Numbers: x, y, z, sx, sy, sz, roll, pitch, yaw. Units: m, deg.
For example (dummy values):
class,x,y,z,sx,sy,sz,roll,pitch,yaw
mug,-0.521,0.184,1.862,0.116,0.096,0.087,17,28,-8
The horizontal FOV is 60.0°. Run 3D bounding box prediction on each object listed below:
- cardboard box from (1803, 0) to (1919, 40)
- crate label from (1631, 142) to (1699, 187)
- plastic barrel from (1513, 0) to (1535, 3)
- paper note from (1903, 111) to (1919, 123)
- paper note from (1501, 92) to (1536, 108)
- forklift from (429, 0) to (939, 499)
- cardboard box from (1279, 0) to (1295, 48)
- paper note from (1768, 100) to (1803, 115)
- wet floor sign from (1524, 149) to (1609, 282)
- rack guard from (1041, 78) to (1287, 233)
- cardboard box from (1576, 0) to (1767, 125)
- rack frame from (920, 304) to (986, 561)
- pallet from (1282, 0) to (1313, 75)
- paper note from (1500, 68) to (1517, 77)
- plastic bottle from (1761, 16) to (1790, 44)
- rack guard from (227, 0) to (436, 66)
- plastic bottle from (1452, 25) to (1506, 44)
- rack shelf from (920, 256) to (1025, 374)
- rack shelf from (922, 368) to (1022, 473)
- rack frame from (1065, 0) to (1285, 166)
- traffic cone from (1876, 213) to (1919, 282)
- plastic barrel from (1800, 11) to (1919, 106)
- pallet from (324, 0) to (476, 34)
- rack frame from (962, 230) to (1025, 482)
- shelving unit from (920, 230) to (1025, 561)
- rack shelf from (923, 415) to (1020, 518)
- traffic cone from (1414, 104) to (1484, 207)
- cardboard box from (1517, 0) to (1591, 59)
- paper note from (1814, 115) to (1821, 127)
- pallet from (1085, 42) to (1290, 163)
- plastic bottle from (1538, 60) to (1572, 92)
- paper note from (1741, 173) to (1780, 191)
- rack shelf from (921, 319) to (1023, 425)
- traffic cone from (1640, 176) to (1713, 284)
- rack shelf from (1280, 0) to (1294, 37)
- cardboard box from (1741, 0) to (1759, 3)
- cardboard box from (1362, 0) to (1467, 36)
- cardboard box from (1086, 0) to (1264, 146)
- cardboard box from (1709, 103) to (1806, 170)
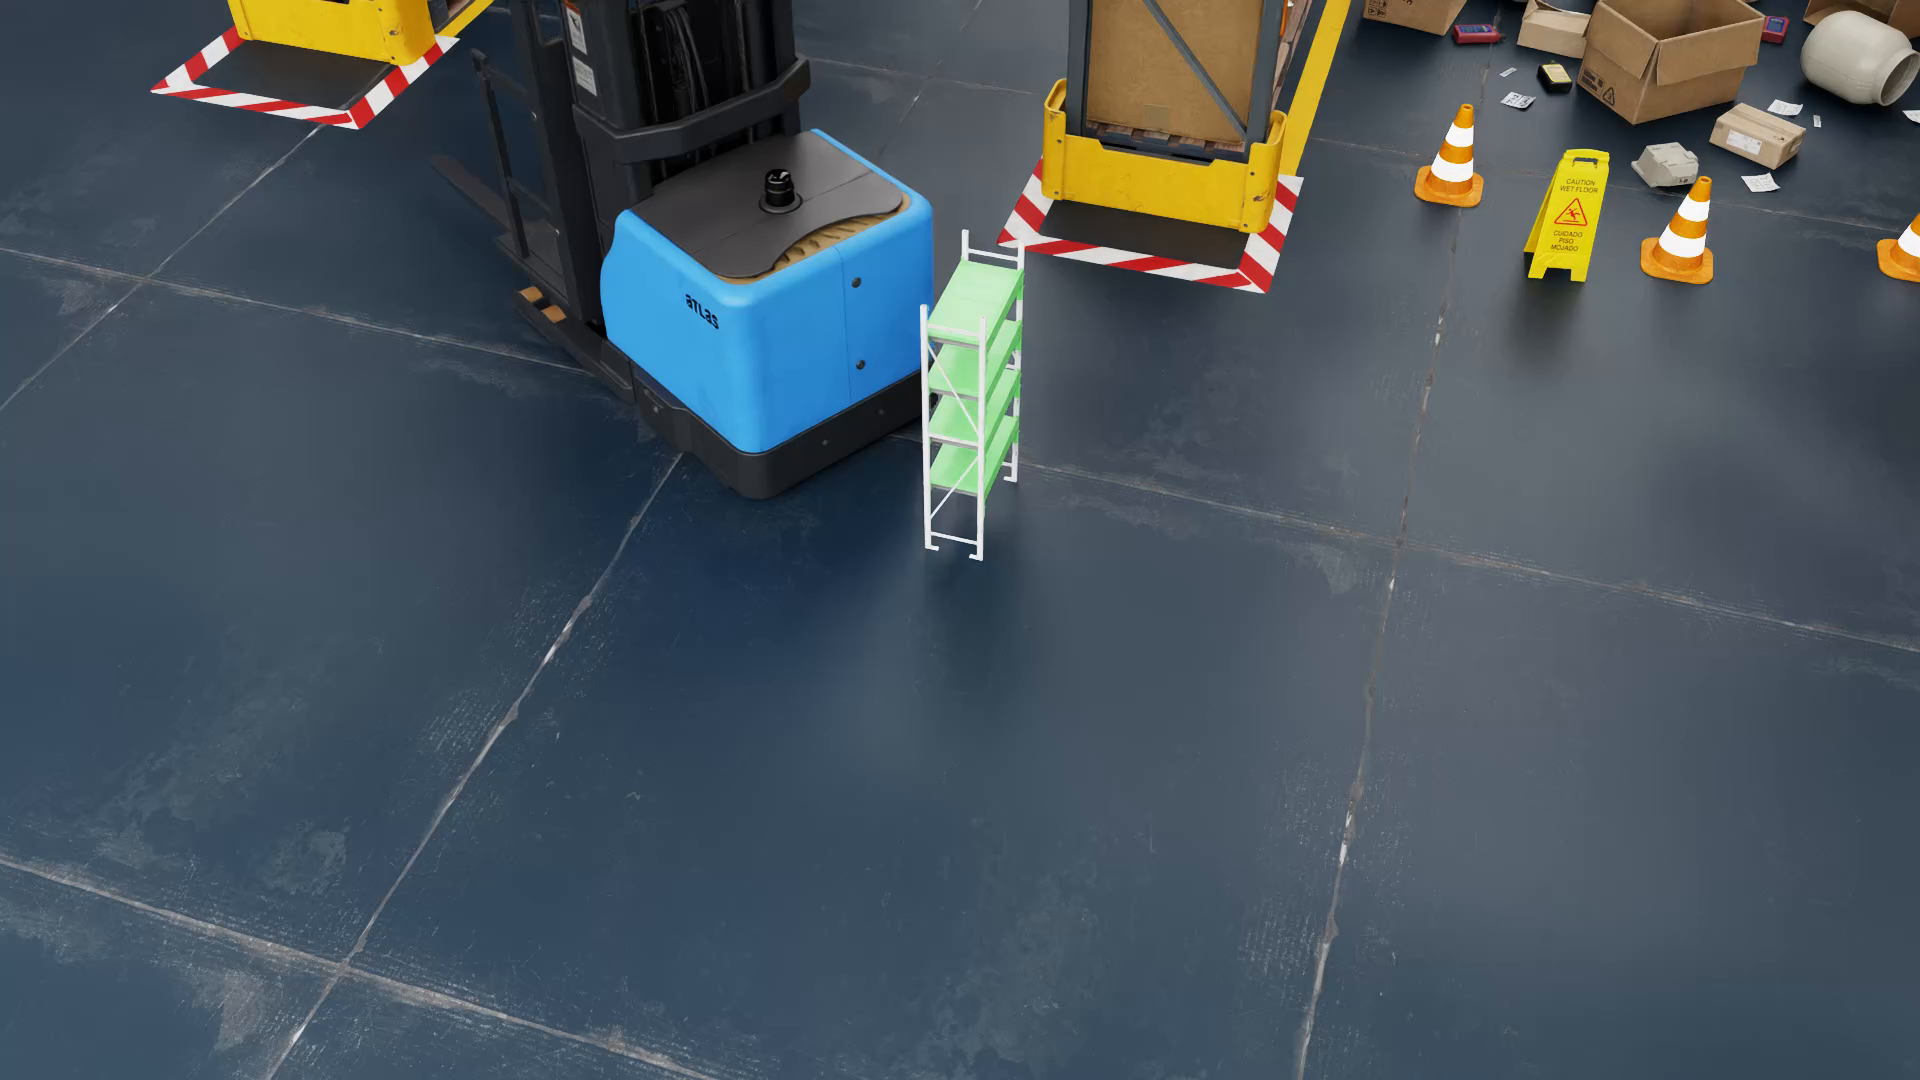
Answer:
class,x,y,z,sx,sy,sz,roll,pitch,yaw
cardboard box,5.357,-3.214,9.676,0.500,0.500,0.500,-24,49,-22
crate label,3.686,-1.949,8.644,0.250,0.136,0.298,-9,45,-9
plastic barrel,3.349,-3.512,10.036,0.421,0.421,0.512,-24,49,-22
paper note,5.264,-2.319,9.098,0.142,0.019,0.148,-2,44,-2
paper note,3.099,-2.444,9.227,0.144,0.017,0.142,28,51,26
forklift,-1.437,-2.171,6.873,1.130,2.935,3.031,-31,52,-28
cardboard box,1.426,-3.291,9.188,0.875,0.875,0.875,12,46,12
paper note,4.556,-2.388,9.176,0.148,0.019,0.142,28,51,26
wet floor sign,2.897,-1.568,7.891,0.267,0.644,0.232,5,45,5
rack guard,1.012,-1.938,8.373,1.175,0.500,0.348,13,46,13
cardboard box,3.886,-2.681,9.130,0.797,0.503,0.637,-16,47,-16
rack frame,-0.024,-0.377,6.277,0.240,1.200,0.015,13,46,12
pallet,1.558,-3.211,9.881,1.003,0.211,1.213,13,46,13
paper note,3.120,-2.663,9.464,0.123,0.001,0.032,-33,53,-29
plastic bottle,4.800,-3.020,9.792,0.133,0.061,0.283,20,48,19
rack guard,-3.655,-3.123,9.584,1.175,0.500,0.348,13,46,13
plastic bottle,3.041,-2.962,9.733,0.283,0.061,0.133,-2,44,-2
rack shelf,0.050,-0.837,6.152,0.258,0.148,0.480,13,46,12
rack shelf,0.050,-0.494,6.488,0.258,0.148,0.480,13,46,12
rack frame,1.019,-2.848,7.515,1.000,3.000,0.127,13,46,13
traffic cone,4.668,-1.520,7.972,0.336,0.463,0.334,13,46,13
plastic barrel,4.950,-2.643,9.149,0.421,0.421,0.512,-24,49,-22
pallet,-3.375,-3.554,10.231,1.003,0.211,1.213,13,46,13
rack frame,0.124,-0.702,6.609,0.240,1.200,0.015,13,46,12
shelving unit,0.050,-0.539,6.443,0.258,1.200,0.503,13,46,12
rack shelf,0.050,-0.322,6.656,0.258,0.148,0.480,13,46,12
traffic cone,2.533,-1.994,8.457,0.336,0.463,0.334,13,46,13
cardboard box,3.465,-3.001,9.627,0.396,0.266,0.258,20,48,19
paper note,4.681,-2.287,9.080,0.032,0.001,0.123,13,46,13
pallet,1.186,-2.401,9.052,1.003,0.211,1.213,13,46,13
plastic bottle,3.349,-2.626,9.390,0.133,0.061,0.283,-2,44,-2
paper note,4.156,-1.857,8.626,0.148,0.019,0.142,-2,44,-2
rack shelf,0.050,-0.665,6.320,0.258,0.148,0.480,13,46,12
traffic cone,3.507,-1.528,7.981,0.336,0.463,0.334,13,46,13
rack shelf,1.625,-3.924,9.129,1.077,0.370,4.000,13,46,13
cardboard box,4.686,-3.467,10.103,0.258,0.266,0.396,-16,47,-16
cardboard box,2.738,-3.369,9.834,0.500,0.500,0.500,20,48,19
cardboard box,1.161,-2.704,8.588,0.875,0.875,0.875,13,46,13
cardboard box,4.239,-2.149,8.840,0.250,0.149,0.380,-33,53,-29
